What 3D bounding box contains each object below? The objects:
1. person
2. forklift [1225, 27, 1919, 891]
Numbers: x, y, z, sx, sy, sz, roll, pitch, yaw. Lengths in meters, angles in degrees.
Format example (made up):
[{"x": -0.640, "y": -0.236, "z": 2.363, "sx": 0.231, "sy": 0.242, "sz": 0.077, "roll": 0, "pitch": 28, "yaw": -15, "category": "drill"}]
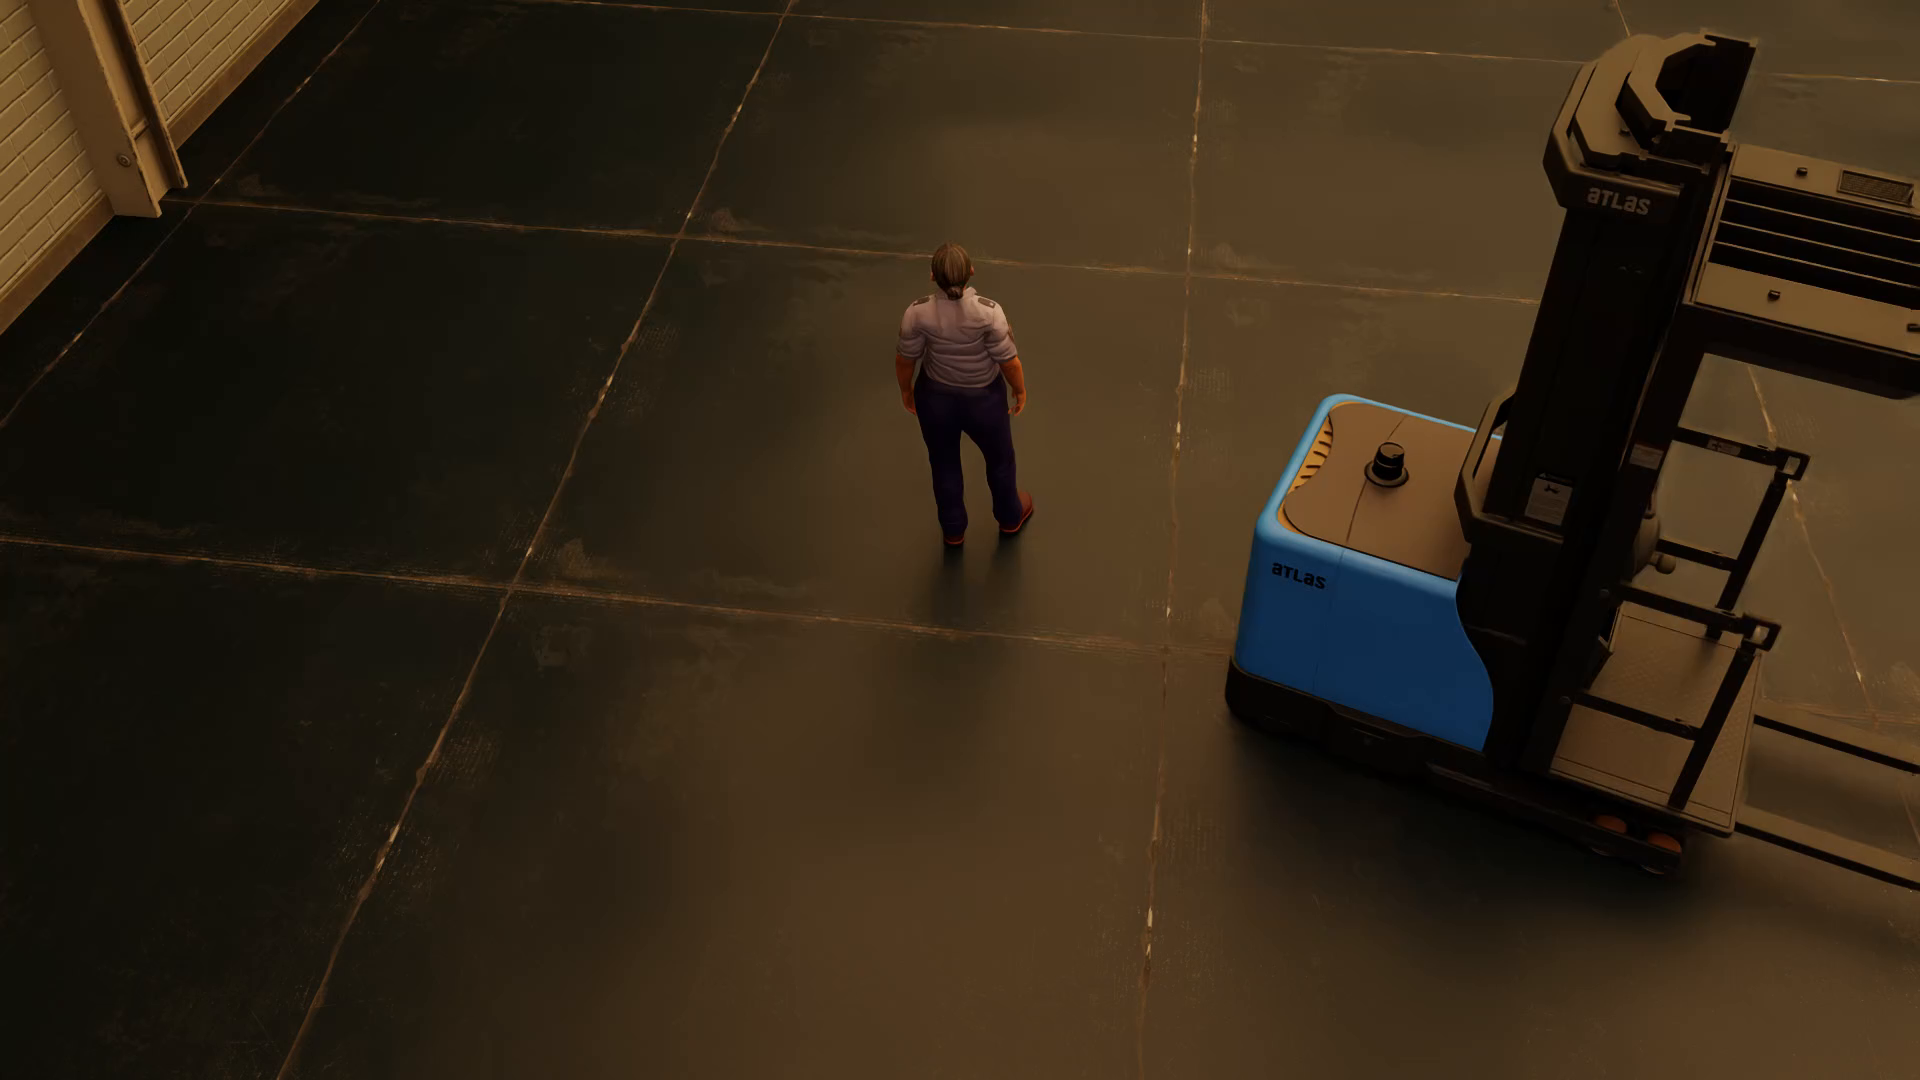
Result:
[{"x": 0.034, "y": -0.670, "z": 7.391, "sx": 0.599, "sy": 1.650, "sz": 0.503, "roll": 5, "pitch": 43, "yaw": 6, "category": "person"}, {"x": 2.679, "y": -0.194, "z": 5.936, "sx": 3.031, "sy": 2.935, "sz": 1.130, "roll": 18, "pitch": 46, "yaw": 19, "category": "forklift"}]
